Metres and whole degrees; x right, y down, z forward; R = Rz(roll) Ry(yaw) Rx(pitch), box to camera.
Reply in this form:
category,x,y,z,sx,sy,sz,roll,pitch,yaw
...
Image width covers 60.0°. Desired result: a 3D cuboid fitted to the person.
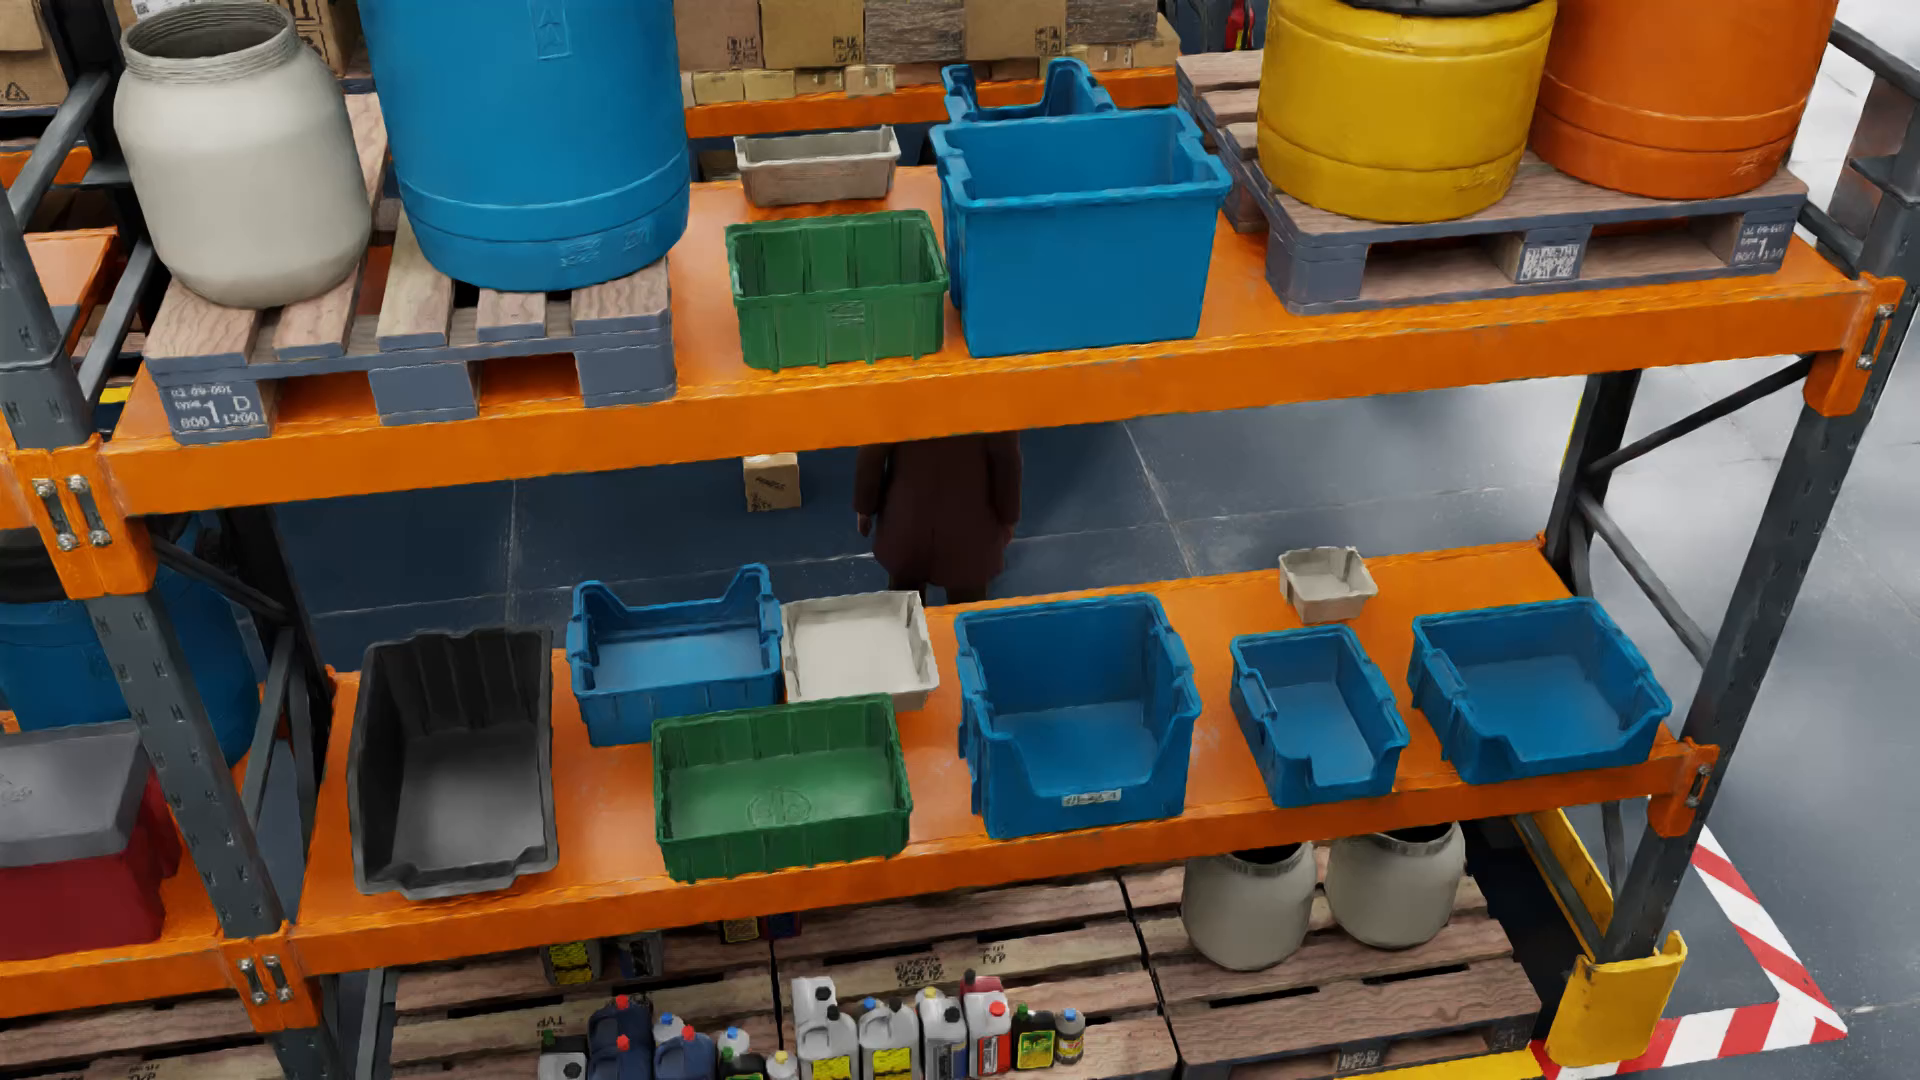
category,x,y,z,sx,sy,sz,roll,pitch,yaw
person,-0.076,-0.104,6.251,0.660,1.783,0.466,5,38,6
